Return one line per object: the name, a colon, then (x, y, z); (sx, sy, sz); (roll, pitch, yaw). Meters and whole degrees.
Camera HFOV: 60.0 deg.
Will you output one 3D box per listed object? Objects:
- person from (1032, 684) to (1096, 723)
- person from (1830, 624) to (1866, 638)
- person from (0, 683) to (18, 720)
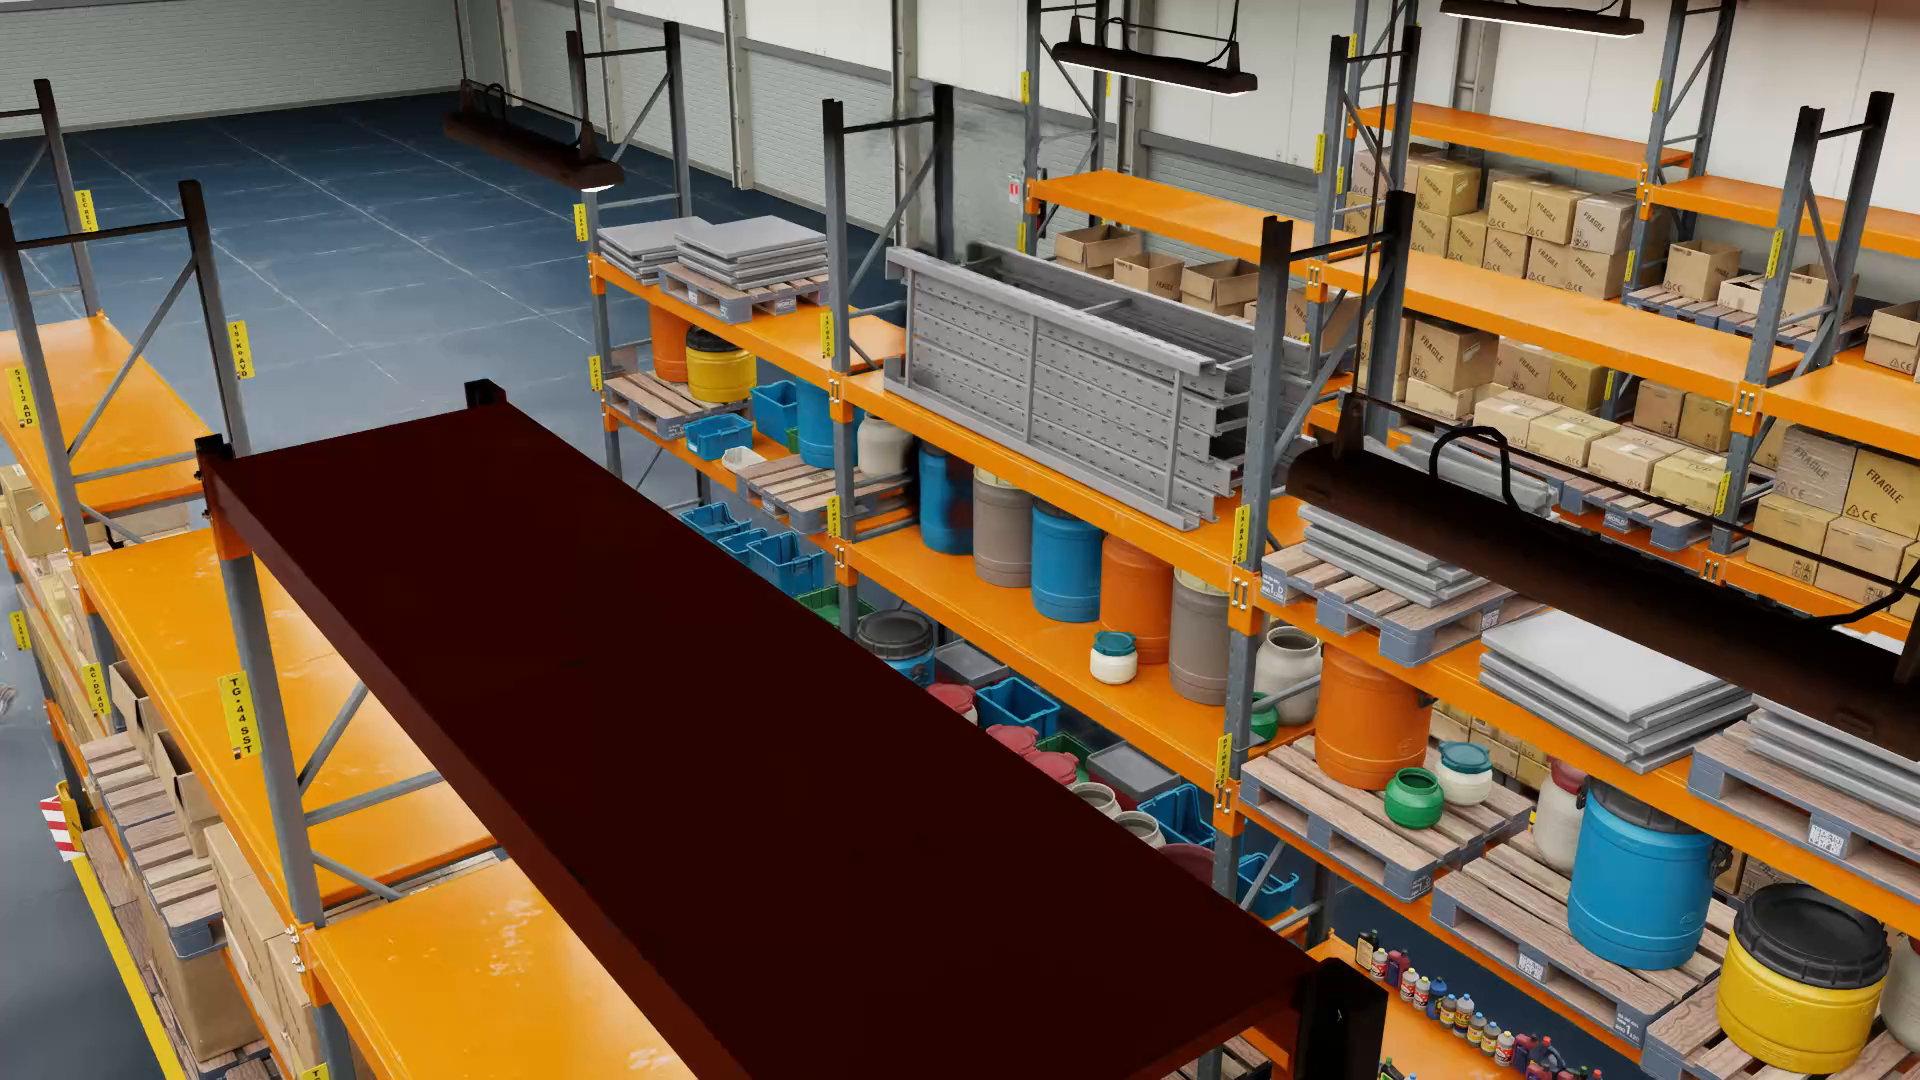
person: (0.955, 0.877, 14.999); (1.150, 1.801, 0.626); (21, 32, 38)
person: (7.404, 1.338, 14.223); (0.678, 1.545, 0.808); (-22, 33, -39)
person: (-8.879, 0.918, 14.960); (0.651, 1.759, 0.668); (5, 25, 10)
